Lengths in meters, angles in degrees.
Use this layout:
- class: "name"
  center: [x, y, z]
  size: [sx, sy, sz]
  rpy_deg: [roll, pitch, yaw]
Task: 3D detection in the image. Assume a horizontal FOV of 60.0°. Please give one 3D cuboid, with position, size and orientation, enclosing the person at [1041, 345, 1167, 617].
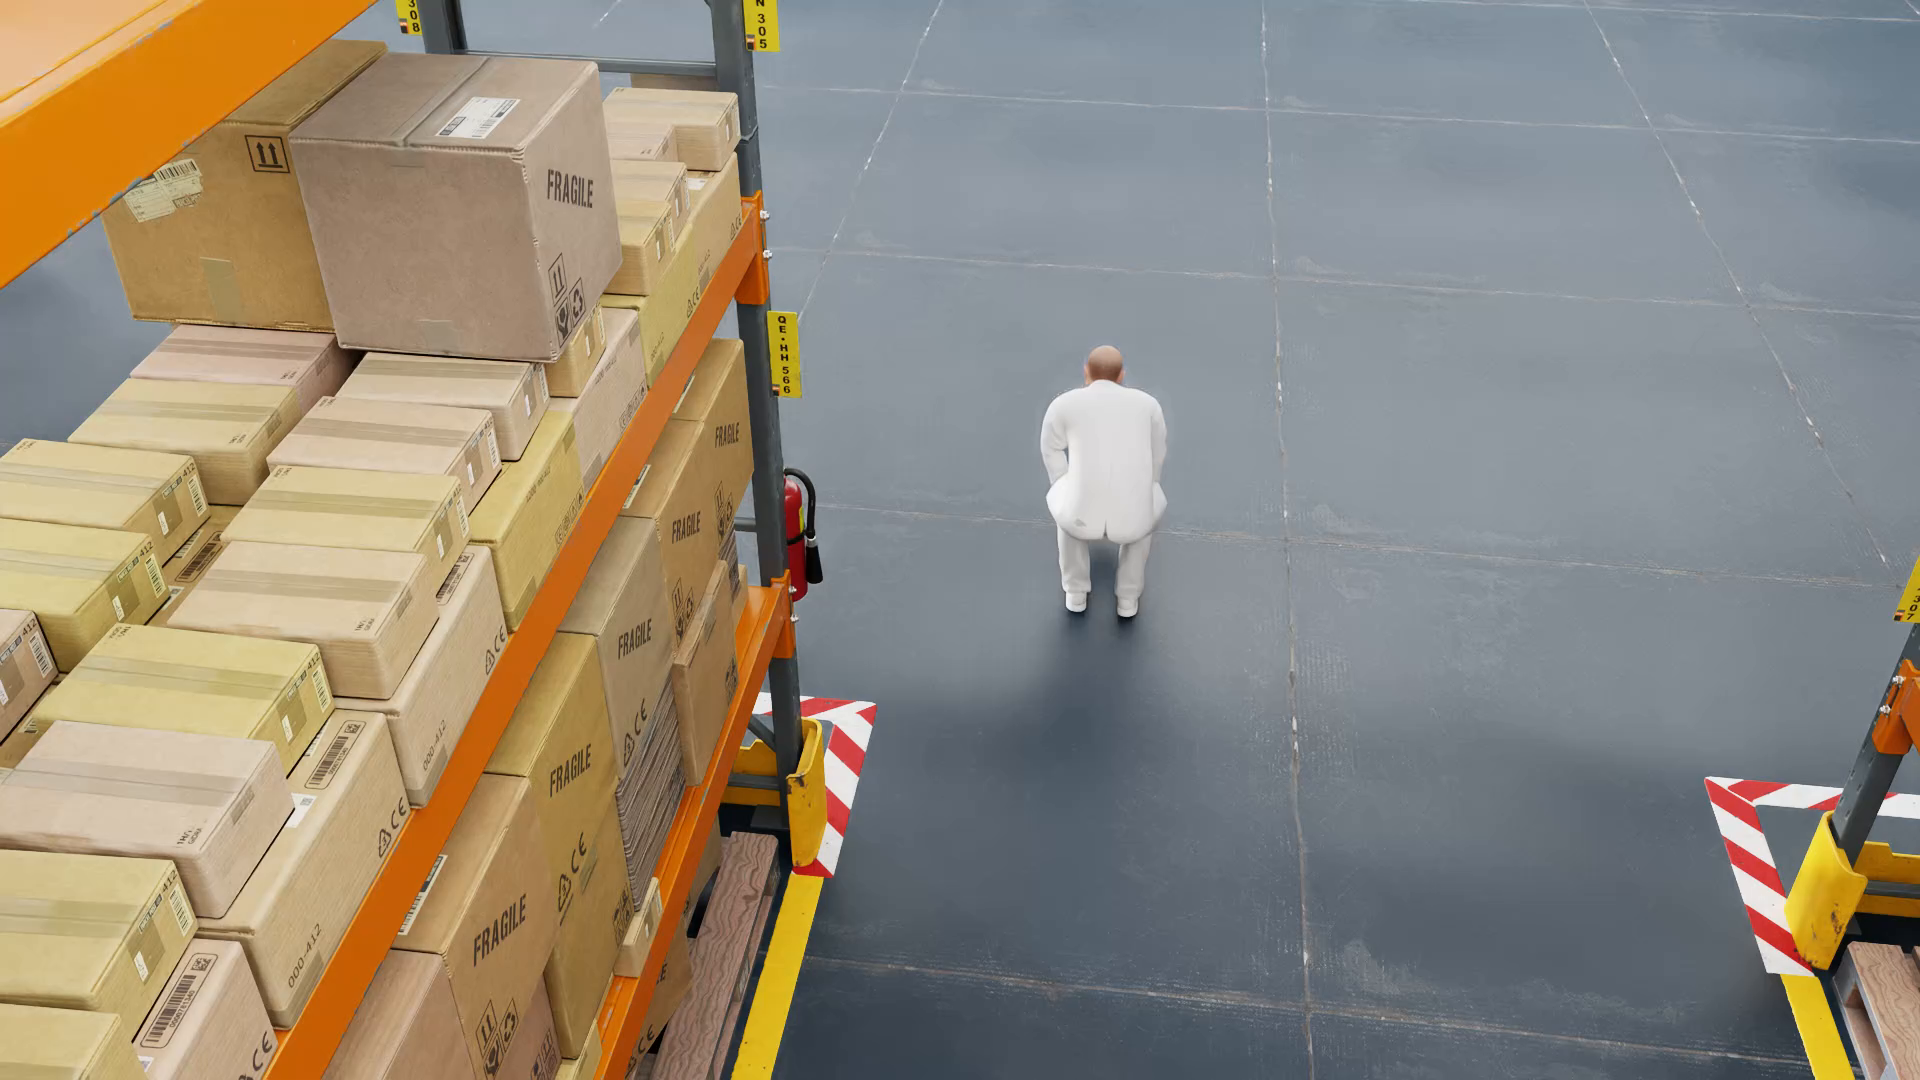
- class: "person"
  center: [0.681, -0.252, 7.942]
  size: [0.625, 1.154, 0.836]
  rpy_deg: [4, 36, 6]
